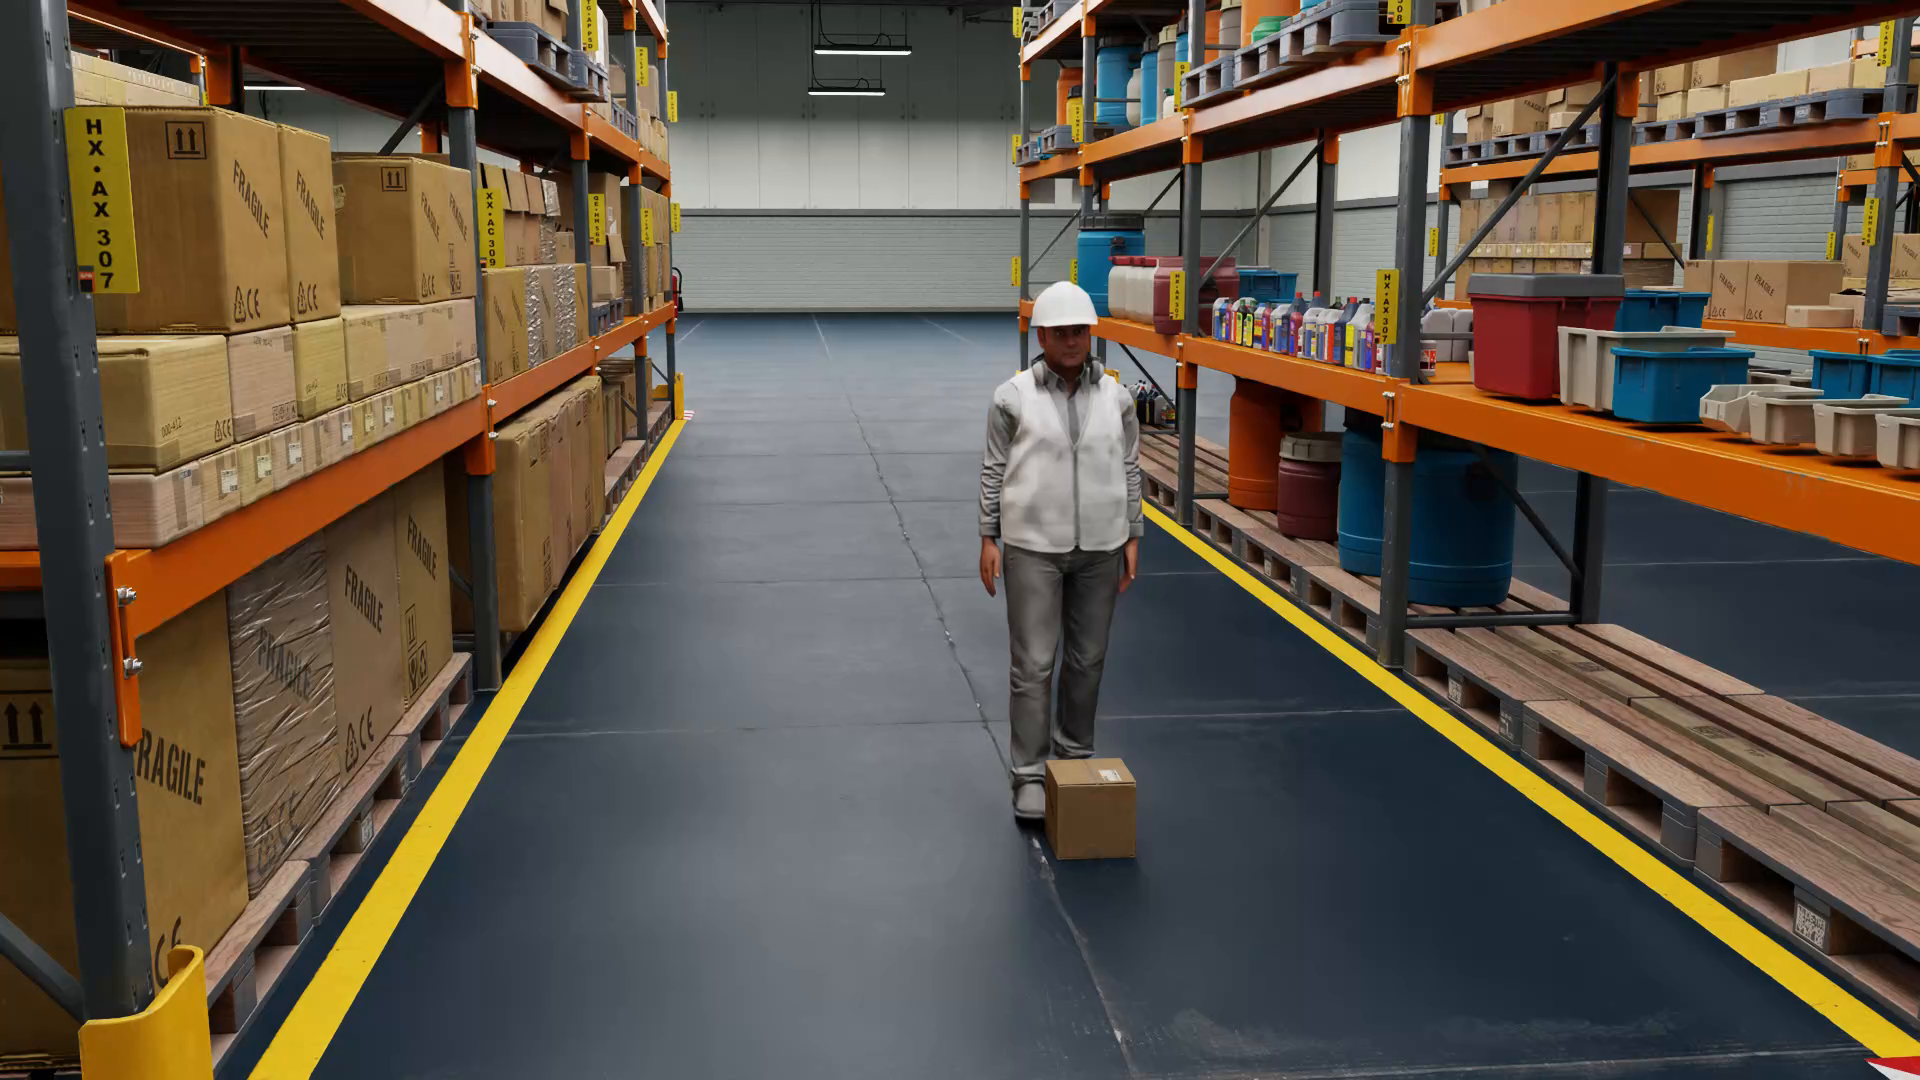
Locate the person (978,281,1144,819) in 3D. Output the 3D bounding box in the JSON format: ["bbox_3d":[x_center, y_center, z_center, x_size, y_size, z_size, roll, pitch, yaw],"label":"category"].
[{"bbox_3d":[0.361,0.025,5.631,0.562,1.781,0.556,-2,10,-12],"label":"person"}]
